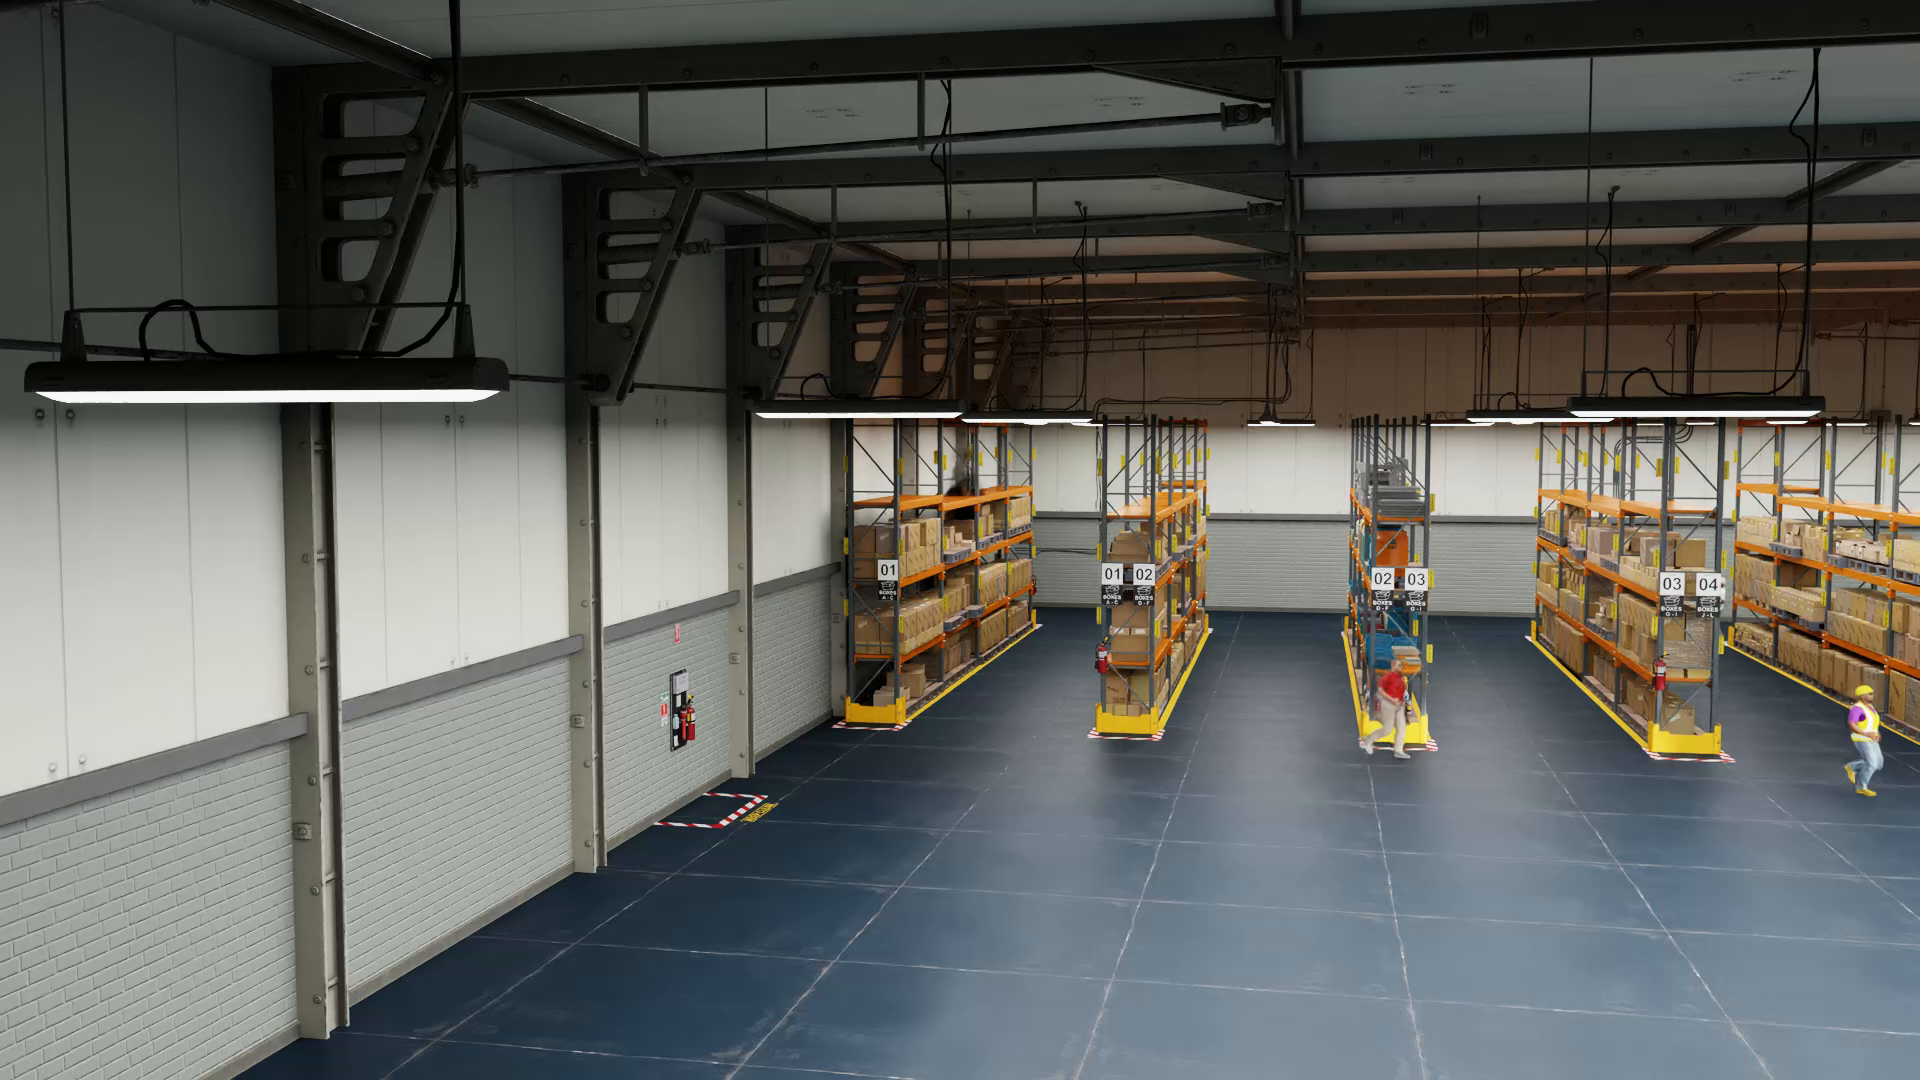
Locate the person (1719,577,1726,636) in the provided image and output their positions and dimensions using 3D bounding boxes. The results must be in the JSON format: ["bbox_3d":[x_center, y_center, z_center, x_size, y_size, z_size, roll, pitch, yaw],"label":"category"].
[{"bbox_3d":[20.603,1.855,45.425,0.578,1.720,0.802,1,4,19],"label":"person"}]

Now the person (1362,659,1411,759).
[{"bbox_3d":[7.526,2.924,29.098,0.866,1.704,0.702,3,5,35],"label":"person"}]

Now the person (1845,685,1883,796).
[{"bbox_3d":[14.163,3.131,26.077,0.703,1.723,0.588,-3,5,-41],"label":"person"}]
